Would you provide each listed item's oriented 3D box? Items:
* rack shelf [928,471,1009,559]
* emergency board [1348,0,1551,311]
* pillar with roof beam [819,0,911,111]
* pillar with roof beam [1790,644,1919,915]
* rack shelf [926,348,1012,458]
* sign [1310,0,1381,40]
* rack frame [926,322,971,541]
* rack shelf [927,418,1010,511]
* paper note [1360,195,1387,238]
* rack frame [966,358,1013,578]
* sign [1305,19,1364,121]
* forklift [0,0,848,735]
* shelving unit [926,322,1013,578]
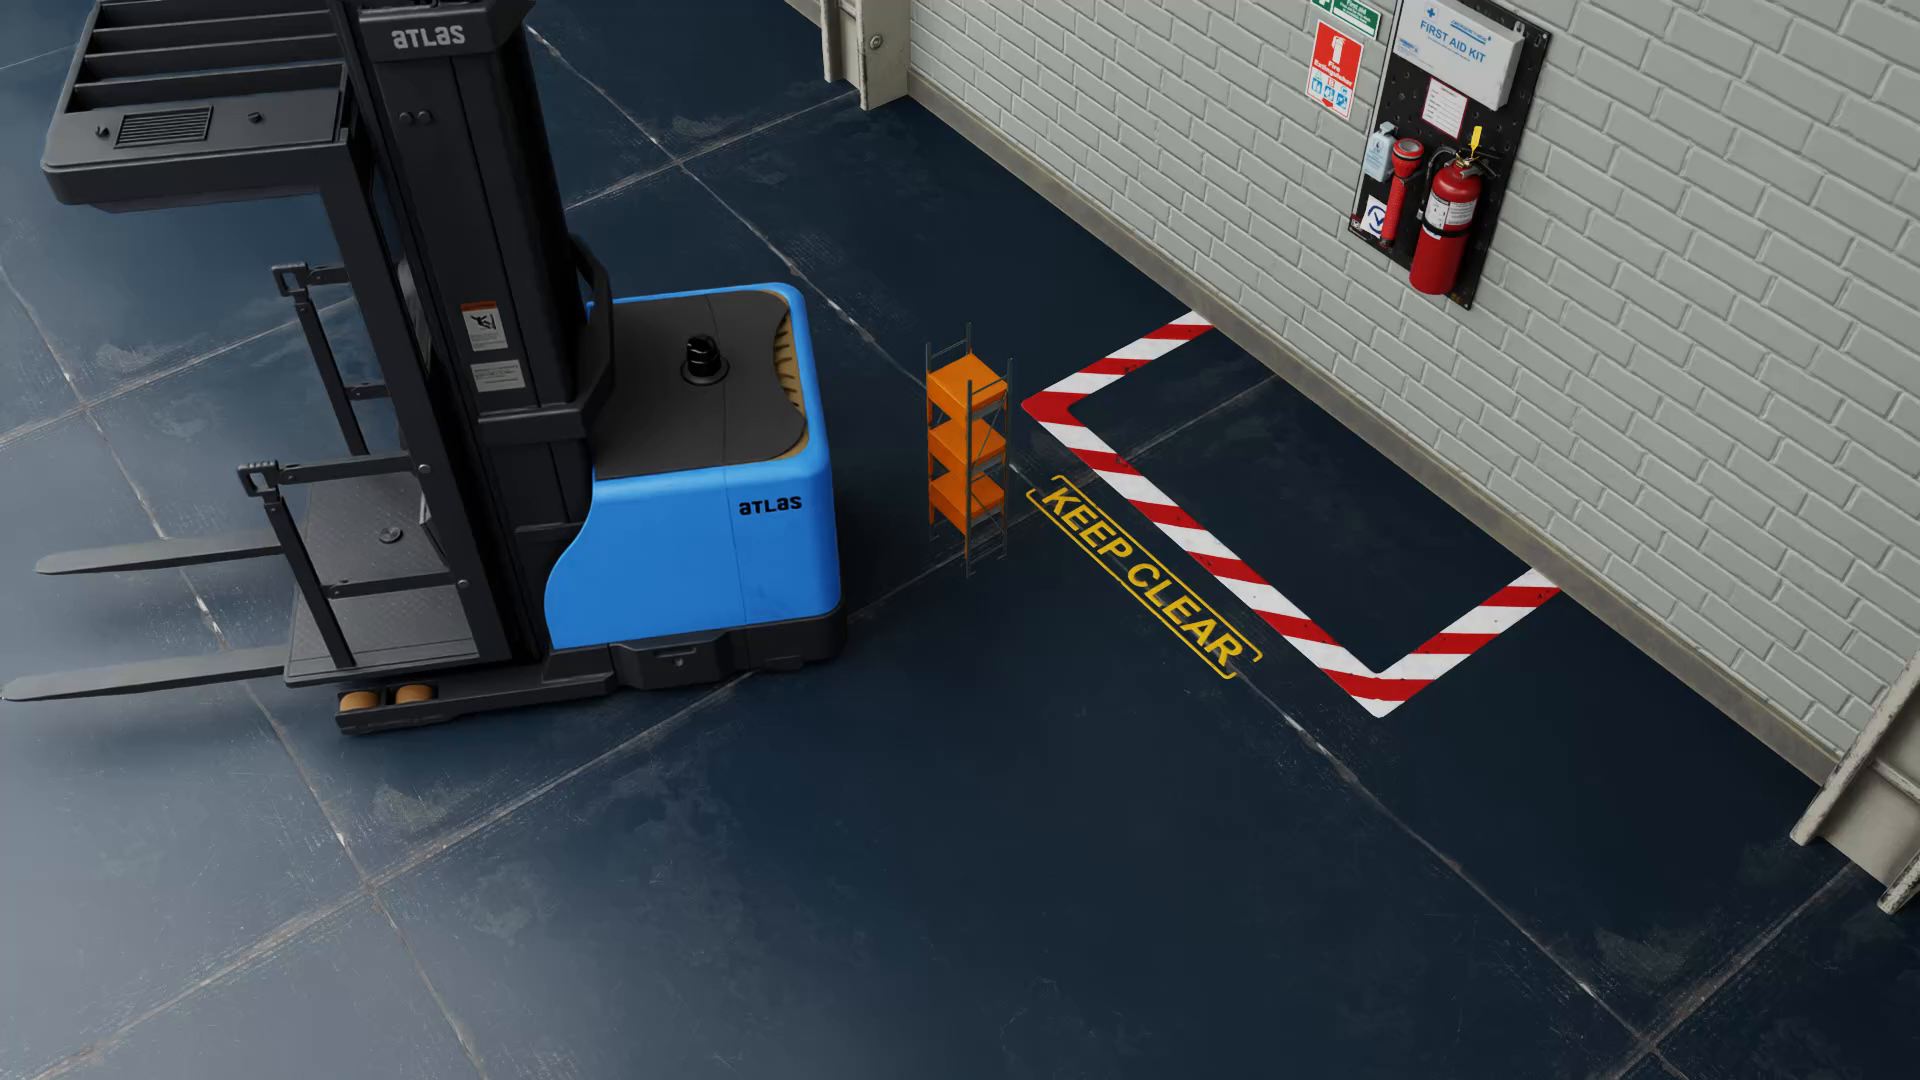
[{"bbox_3d":[0.032,-0.127,6.545,0.215,0.259,0.240,-29,54,-24],"label":"rack shelf"},{"bbox_3d":[1.672,-1.401,5.994,0.194,1.169,0.643,-29,54,-24],"label":"emergency board"},{"bbox_3d":[-3.921,-3.548,3.891,9.100,9.000,0.400,-29,54,-24],"label":"pillar with roof beam"},{"bbox_3d":[-0.288,-0.010,0.684,9.100,9.000,0.400,-29,54,-24],"label":"pillar with roof beam"},{"bbox_3d":[0.032,-0.505,6.129,0.215,0.259,0.240,-29,54,-24],"label":"rack shelf"},{"bbox_3d":[1.415,-1.956,6.116,0.001,0.109,0.331,-29,54,-24],"label":"sign"},{"bbox_3d":[-0.041,-0.393,6.397,0.200,1.050,0.008,-29,54,-24],"label":"rack frame"},{"bbox_3d":[0.032,-0.314,6.339,0.215,0.259,0.240,-29,54,-24],"label":"rack shelf"},{"bbox_3d":[1.620,-1.240,6.443,0.016,0.148,0.142,-29,54,-24],"label":"paper note"},{"bbox_3d":[0.106,-0.249,6.266,0.200,1.050,0.008,-29,54,-24],"label":"rack frame"},{"bbox_3d":[1.419,-1.785,6.318,0.001,0.329,0.234,-29,54,-24],"label":"sign"},{"bbox_3d":[-1.989,-0.699,5.405,3.031,2.935,1.130,-7,48,-6],"label":"forklift"},{"bbox_3d":[0.032,-0.321,6.331,0.215,1.050,0.252,-29,54,-24],"label":"shelving unit"}]
